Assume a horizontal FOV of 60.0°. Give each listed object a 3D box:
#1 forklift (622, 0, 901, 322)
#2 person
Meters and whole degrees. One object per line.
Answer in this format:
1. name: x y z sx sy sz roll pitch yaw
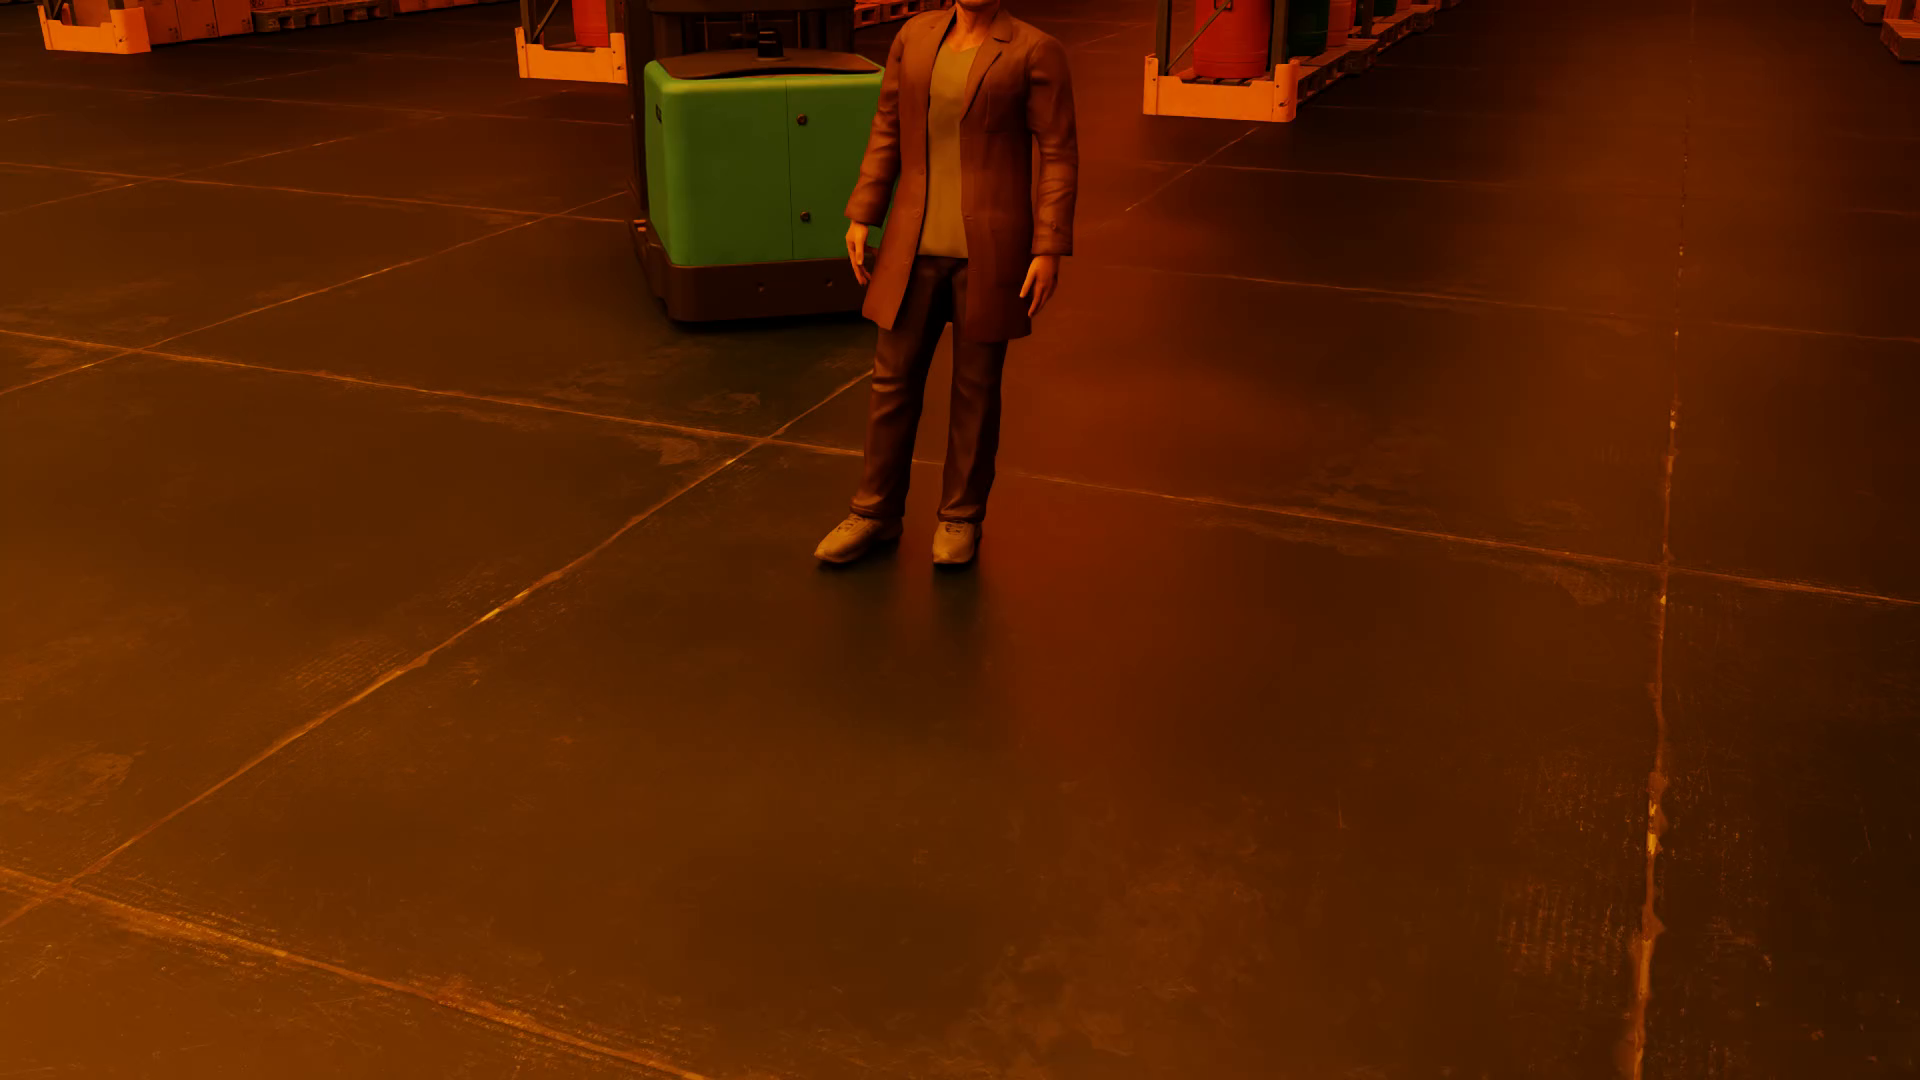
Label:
1. forklift: -1.115 -2.829 8.061 1.130 2.935 3.031 -6 23 -14
2. person: -0.039 -0.794 4.670 0.696 1.777 0.579 9 24 21
